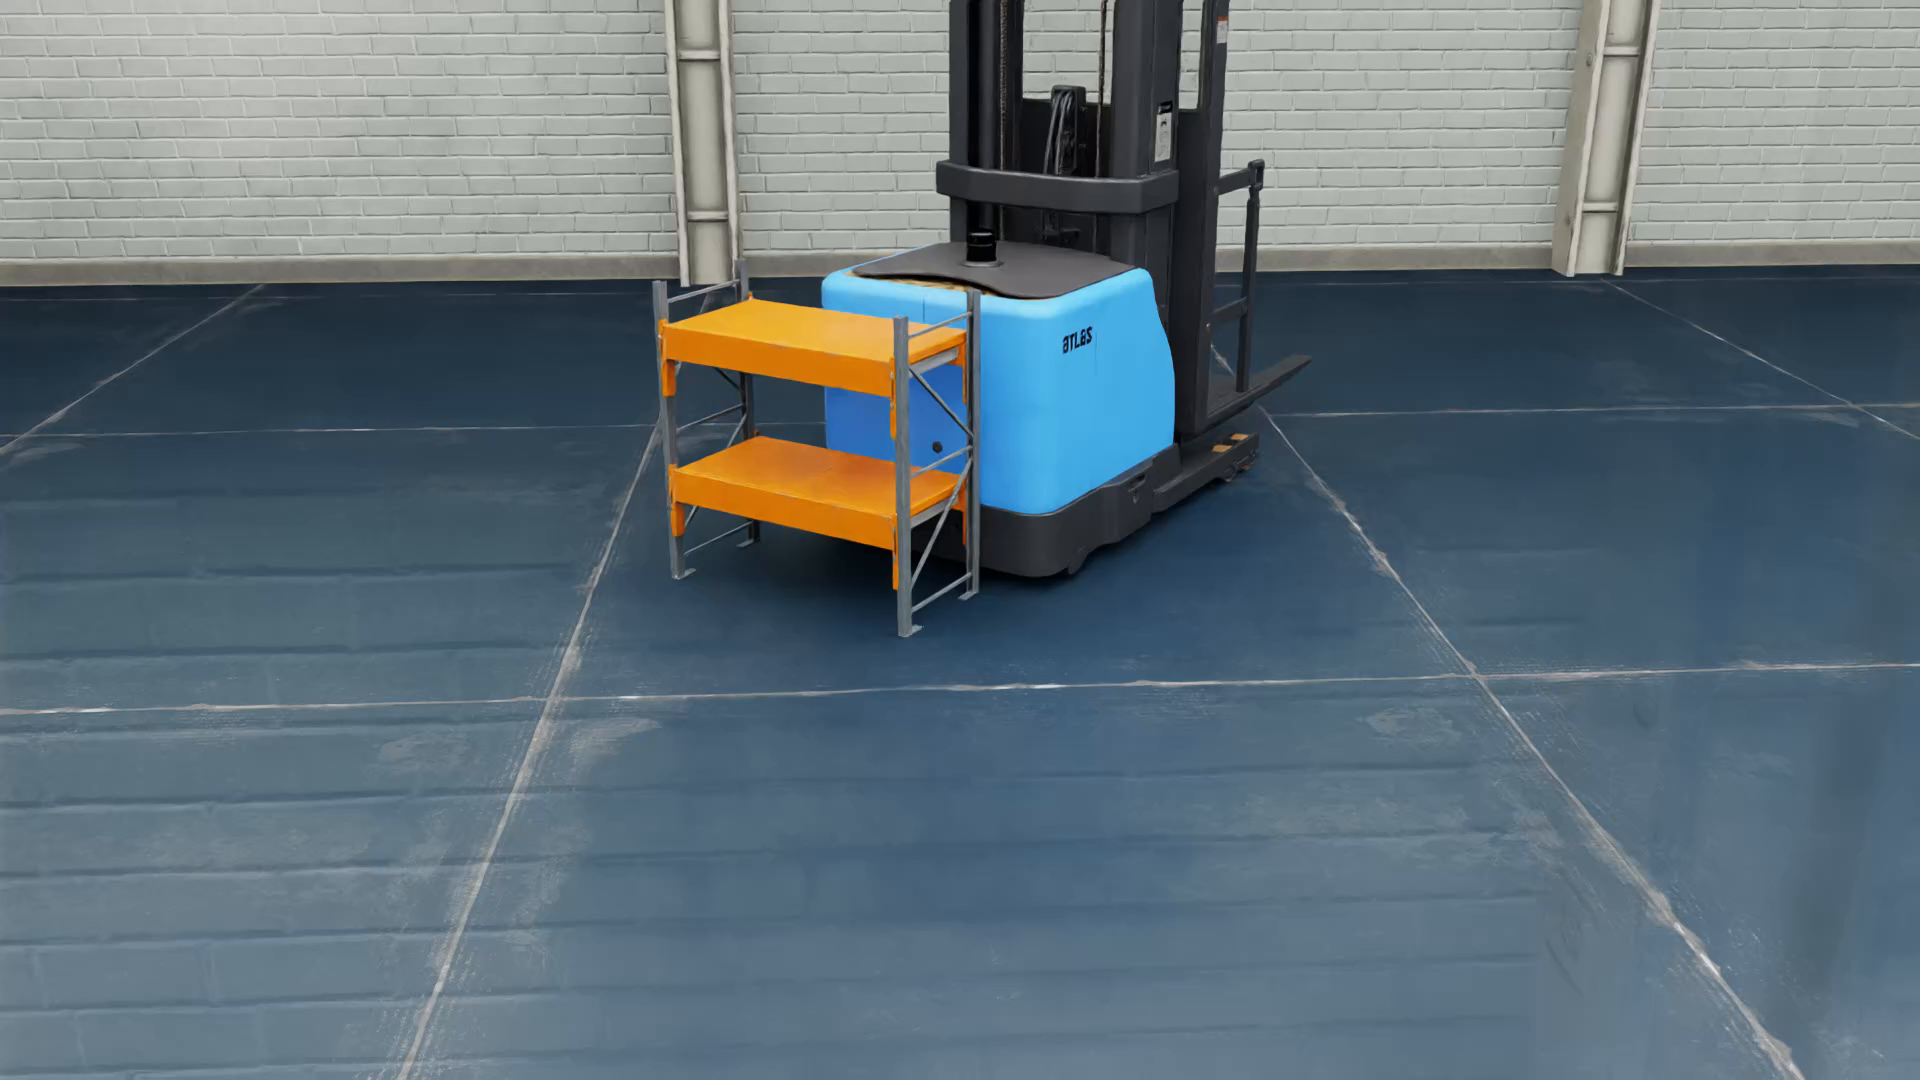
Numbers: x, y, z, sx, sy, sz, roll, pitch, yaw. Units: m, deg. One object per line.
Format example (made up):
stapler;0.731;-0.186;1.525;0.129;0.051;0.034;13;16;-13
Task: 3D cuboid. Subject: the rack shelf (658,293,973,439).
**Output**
rack shelf;-0.505;-0.631;5.875;1.000;0.278;0.538;12;24;29

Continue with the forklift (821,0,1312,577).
forklift;0.685;-1.705;6.980;1.130;2.935;3.031;13;24;30

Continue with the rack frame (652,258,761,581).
rack frame;-0.938;-0.452;6.227;0.032;1.125;0.500;12;24;29

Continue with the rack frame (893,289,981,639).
rack frame;-0.072;-0.263;5.730;0.032;1.125;0.500;12;24;29

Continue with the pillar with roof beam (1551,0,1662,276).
pillar with roof beam;4.572;-4.535;5.884;0.400;9.000;9.100;-1;21;-3

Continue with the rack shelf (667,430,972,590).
rack shelf;-0.505;-0.129;6.066;1.000;0.278;0.538;12;24;29

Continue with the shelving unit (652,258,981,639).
shelving unit;-0.505;-0.358;5.979;1.048;1.125;0.538;12;24;29

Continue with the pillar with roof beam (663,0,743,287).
pillar with roof beam;-1.419;-4.413;5.564;0.400;9.000;9.100;-1;21;-3
